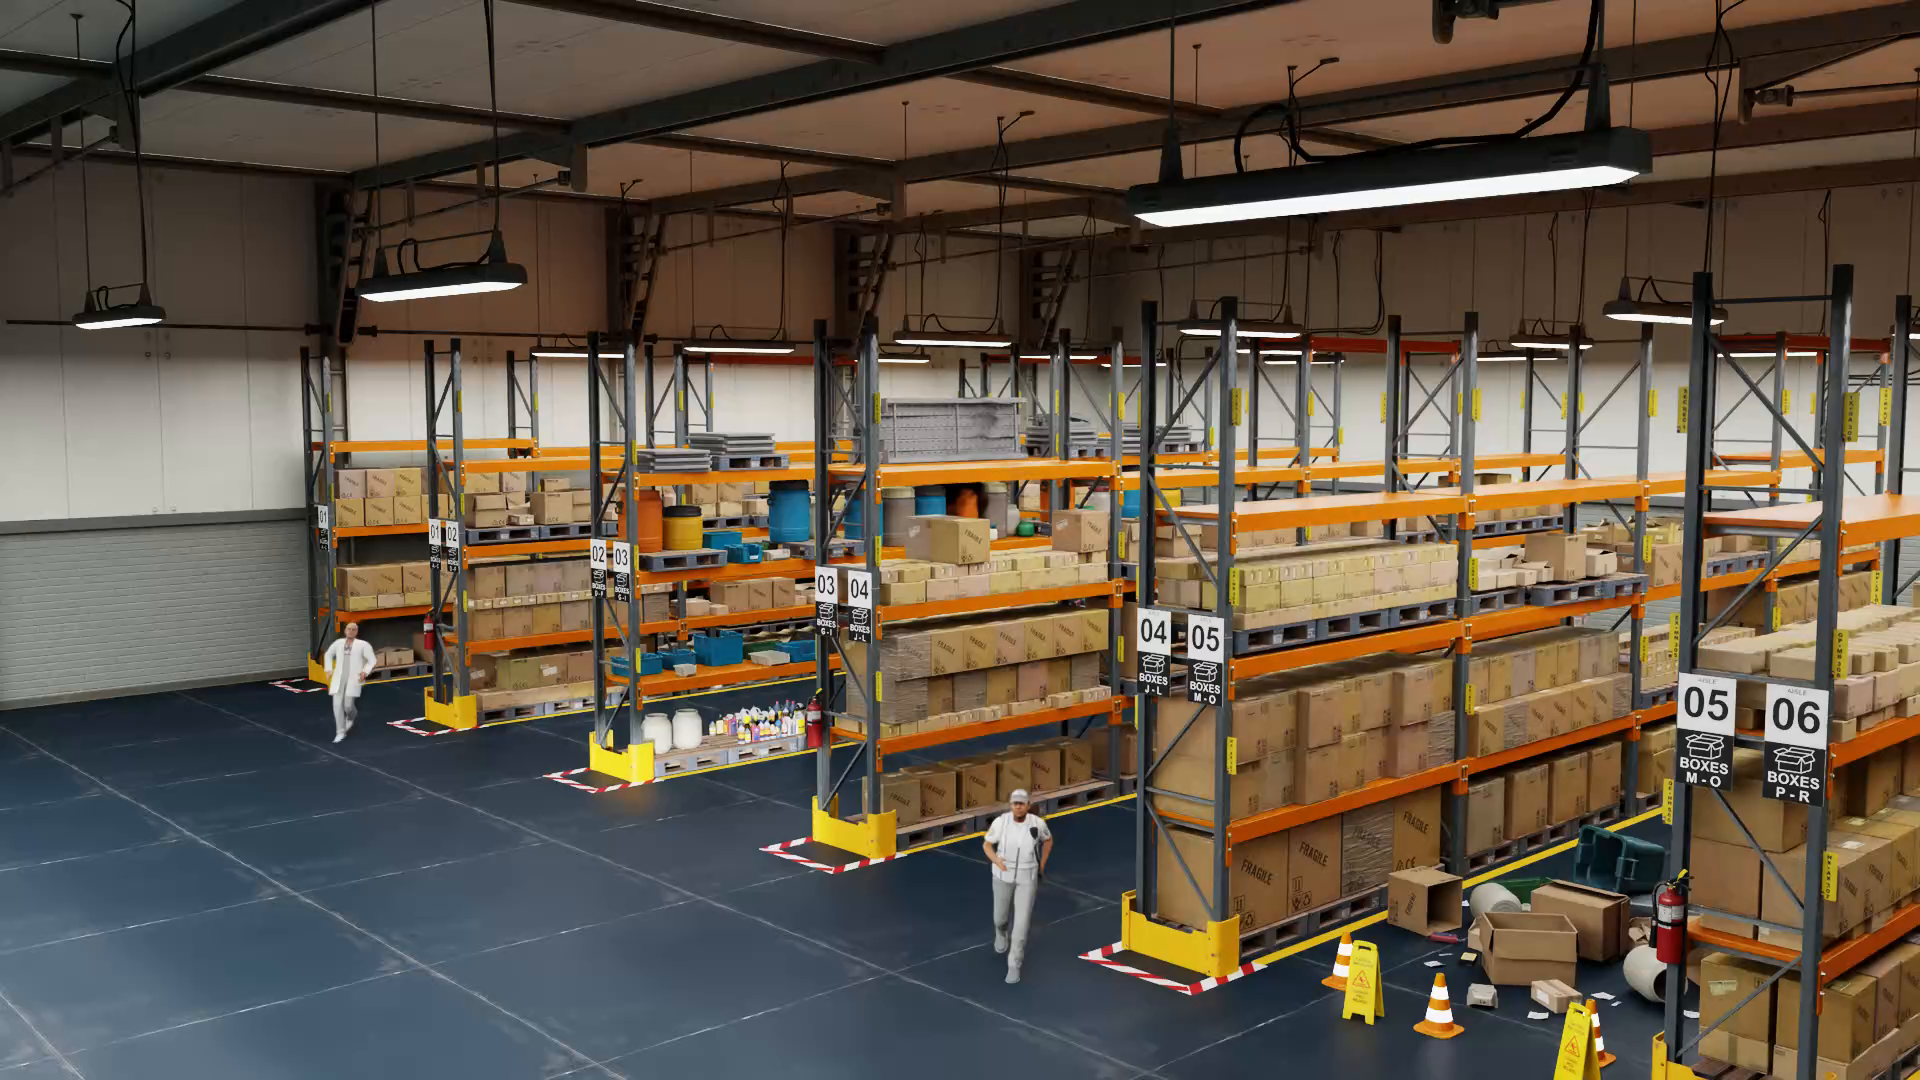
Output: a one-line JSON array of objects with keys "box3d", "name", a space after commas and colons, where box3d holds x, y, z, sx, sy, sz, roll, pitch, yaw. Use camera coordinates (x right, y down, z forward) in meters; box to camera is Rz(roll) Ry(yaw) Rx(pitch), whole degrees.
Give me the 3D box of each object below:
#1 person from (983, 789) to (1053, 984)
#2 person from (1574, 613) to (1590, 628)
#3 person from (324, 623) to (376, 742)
[{"box3d": [0.520, 3.042, 14.917, 0.625, 1.677, 0.822, 0, 5, 5], "name": "person"}, {"box3d": [11.351, 1.588, 30.814, 0.691, 1.790, 0.928, -3, 6, -29], "name": "person"}, {"box3d": [-9.177, 2.124, 24.948, 0.775, 1.752, 0.652, 0, 5, -4], "name": "person"}]
